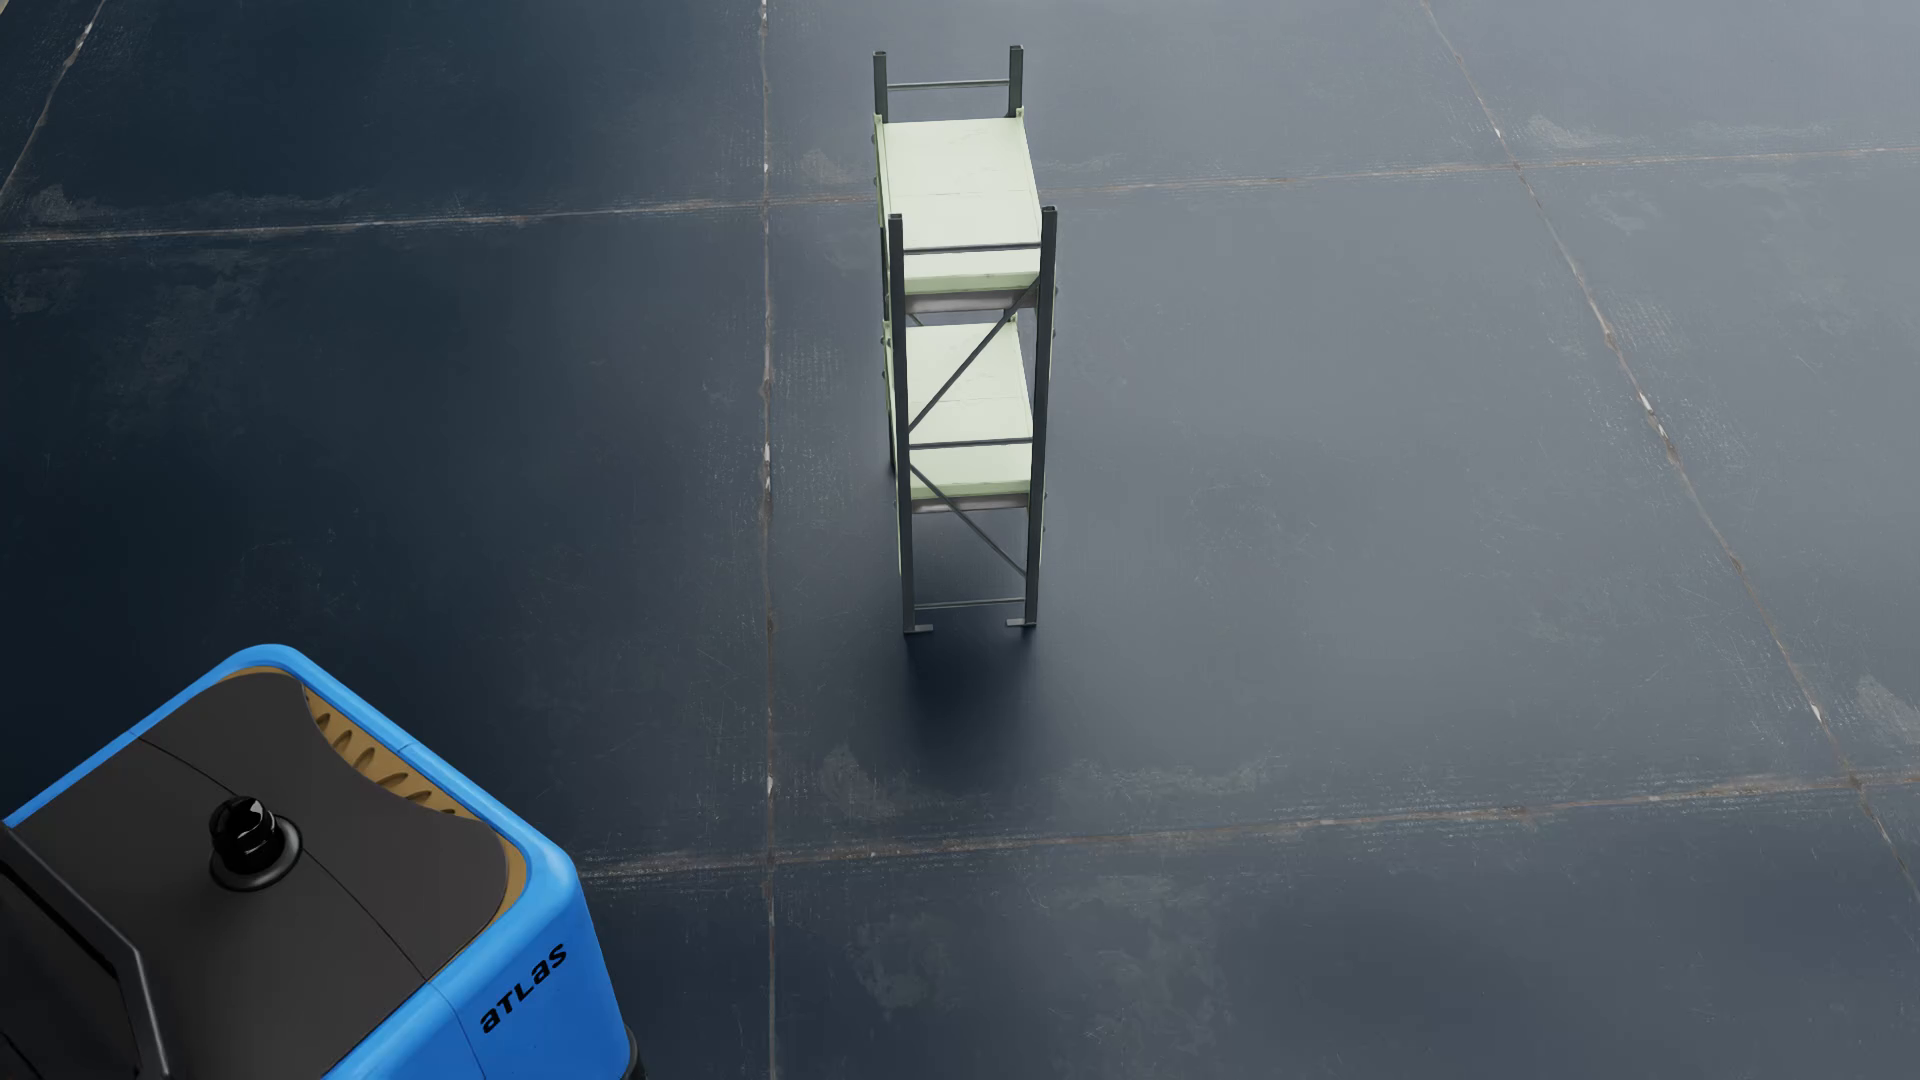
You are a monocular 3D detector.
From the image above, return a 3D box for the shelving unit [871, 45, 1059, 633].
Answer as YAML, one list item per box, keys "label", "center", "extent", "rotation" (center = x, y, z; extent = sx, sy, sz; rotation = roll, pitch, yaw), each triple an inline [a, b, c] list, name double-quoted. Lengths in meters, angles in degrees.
- label: "shelving unit"
  center: [-0.001, -0.521, 4.710]
  extent: [0.431, 1.500, 0.755]
  rotation: [-3, 47, -3]

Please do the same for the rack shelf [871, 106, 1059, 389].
- label: "rack shelf"
  center: [-0.001, -0.789, 4.427]
  extent: [0.431, 0.370, 0.720]
  rotation: [-3, 47, -3]

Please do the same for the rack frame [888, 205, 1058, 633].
- label: "rack frame"
  center: [0.030, -0.256, 4.459]
  extent: [0.400, 1.500, 0.023]
  rotation: [-3, 47, -3]

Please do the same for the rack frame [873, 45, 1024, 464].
- label: "rack frame"
  center: [-0.031, -0.785, 4.961]
  extent: [0.400, 1.500, 0.023]
  rotation: [-3, 47, -3]

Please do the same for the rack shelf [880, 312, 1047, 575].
- label: "rack shelf"
  center: [-0.001, -0.296, 4.947]
  extent: [0.431, 0.370, 0.720]
  rotation: [-3, 47, -3]

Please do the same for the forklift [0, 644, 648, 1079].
- label: "forklift"
  center: [-2.020, 0.990, 2.293]
  extent: [1.130, 2.935, 3.031]
  rotation: [29, 53, 25]
